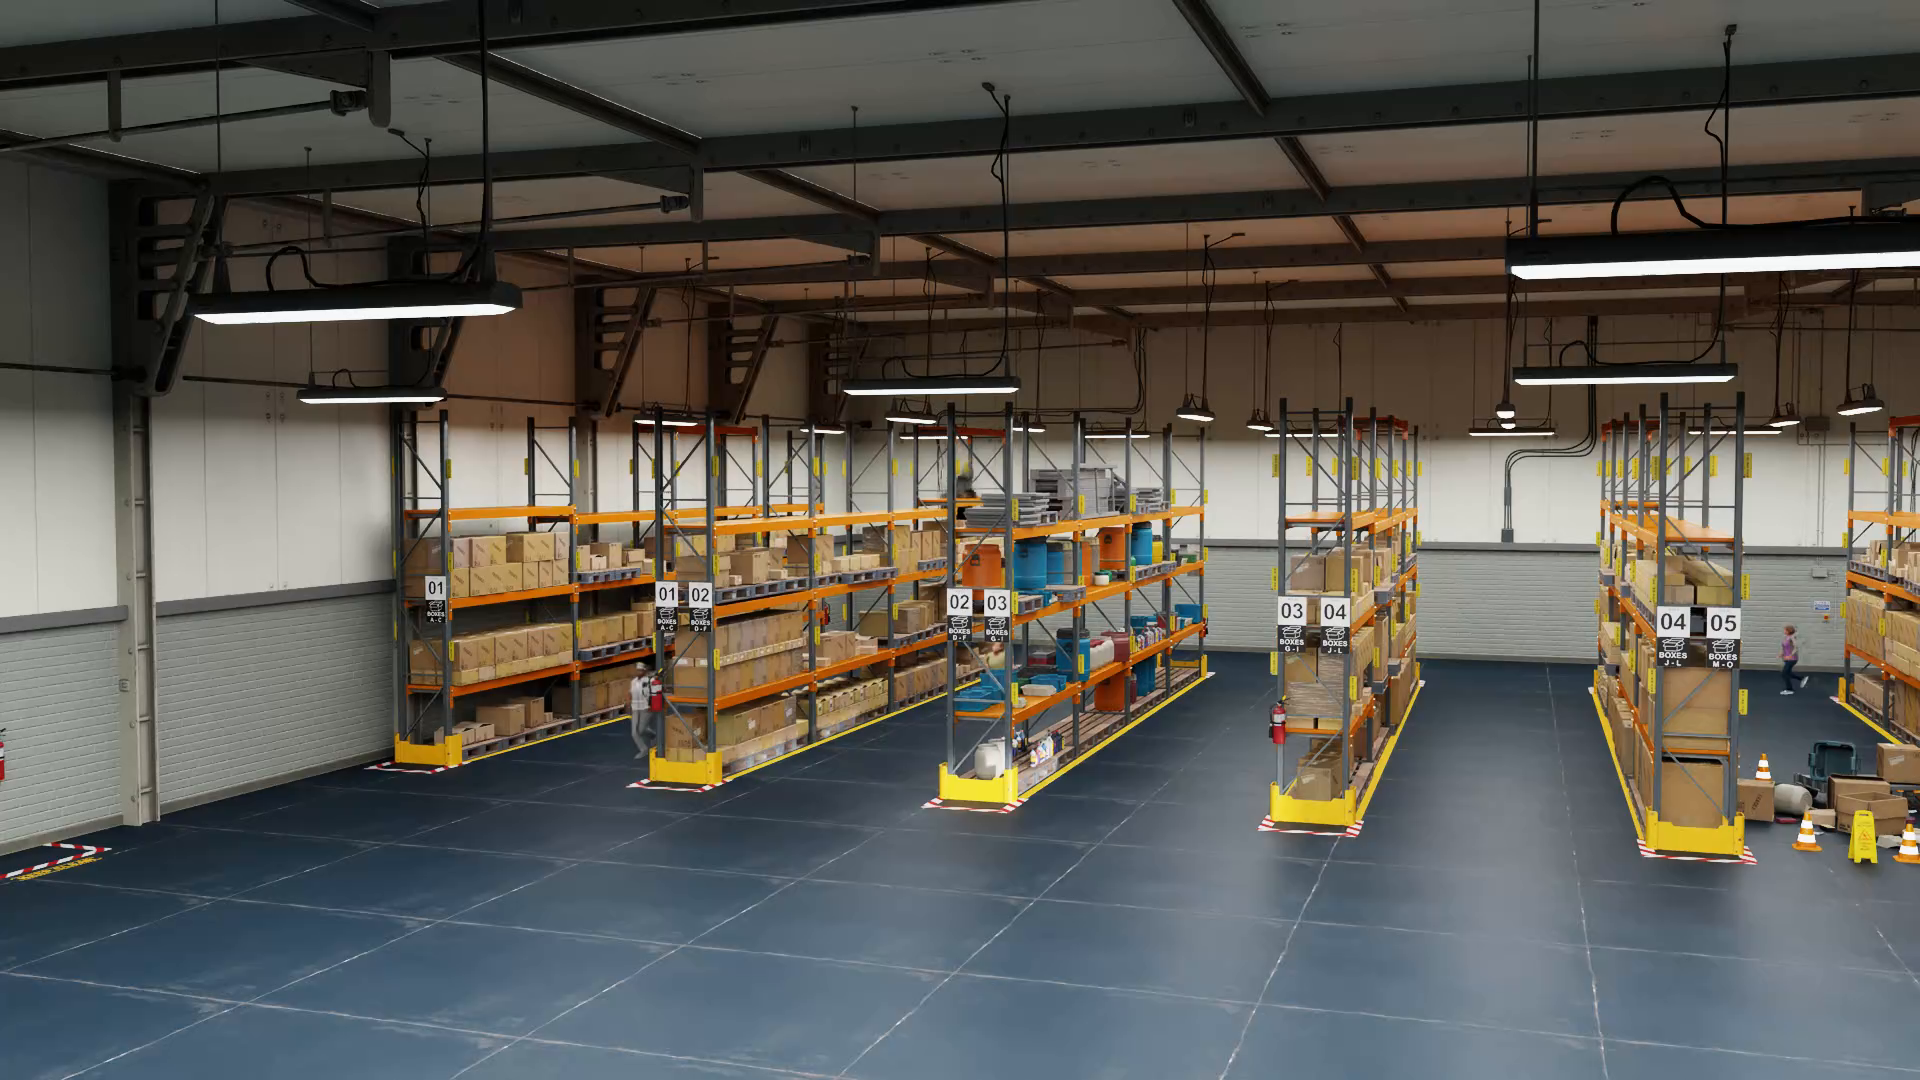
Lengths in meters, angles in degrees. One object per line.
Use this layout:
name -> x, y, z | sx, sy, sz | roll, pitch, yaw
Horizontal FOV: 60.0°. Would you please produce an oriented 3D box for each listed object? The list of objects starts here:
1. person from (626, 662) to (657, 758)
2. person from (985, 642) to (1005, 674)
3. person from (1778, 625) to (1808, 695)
person -> -5.512, 2.943, 28.815 | 0.628, 1.667, 0.541 | 1, 3, 17
person -> 0.720, 2.777, 32.739 | 0.581, 1.628, 0.578 | 1, 3, 17
person -> 18.495, 2.656, 36.843 | 0.598, 1.554, 0.522 | 0, 2, 11
